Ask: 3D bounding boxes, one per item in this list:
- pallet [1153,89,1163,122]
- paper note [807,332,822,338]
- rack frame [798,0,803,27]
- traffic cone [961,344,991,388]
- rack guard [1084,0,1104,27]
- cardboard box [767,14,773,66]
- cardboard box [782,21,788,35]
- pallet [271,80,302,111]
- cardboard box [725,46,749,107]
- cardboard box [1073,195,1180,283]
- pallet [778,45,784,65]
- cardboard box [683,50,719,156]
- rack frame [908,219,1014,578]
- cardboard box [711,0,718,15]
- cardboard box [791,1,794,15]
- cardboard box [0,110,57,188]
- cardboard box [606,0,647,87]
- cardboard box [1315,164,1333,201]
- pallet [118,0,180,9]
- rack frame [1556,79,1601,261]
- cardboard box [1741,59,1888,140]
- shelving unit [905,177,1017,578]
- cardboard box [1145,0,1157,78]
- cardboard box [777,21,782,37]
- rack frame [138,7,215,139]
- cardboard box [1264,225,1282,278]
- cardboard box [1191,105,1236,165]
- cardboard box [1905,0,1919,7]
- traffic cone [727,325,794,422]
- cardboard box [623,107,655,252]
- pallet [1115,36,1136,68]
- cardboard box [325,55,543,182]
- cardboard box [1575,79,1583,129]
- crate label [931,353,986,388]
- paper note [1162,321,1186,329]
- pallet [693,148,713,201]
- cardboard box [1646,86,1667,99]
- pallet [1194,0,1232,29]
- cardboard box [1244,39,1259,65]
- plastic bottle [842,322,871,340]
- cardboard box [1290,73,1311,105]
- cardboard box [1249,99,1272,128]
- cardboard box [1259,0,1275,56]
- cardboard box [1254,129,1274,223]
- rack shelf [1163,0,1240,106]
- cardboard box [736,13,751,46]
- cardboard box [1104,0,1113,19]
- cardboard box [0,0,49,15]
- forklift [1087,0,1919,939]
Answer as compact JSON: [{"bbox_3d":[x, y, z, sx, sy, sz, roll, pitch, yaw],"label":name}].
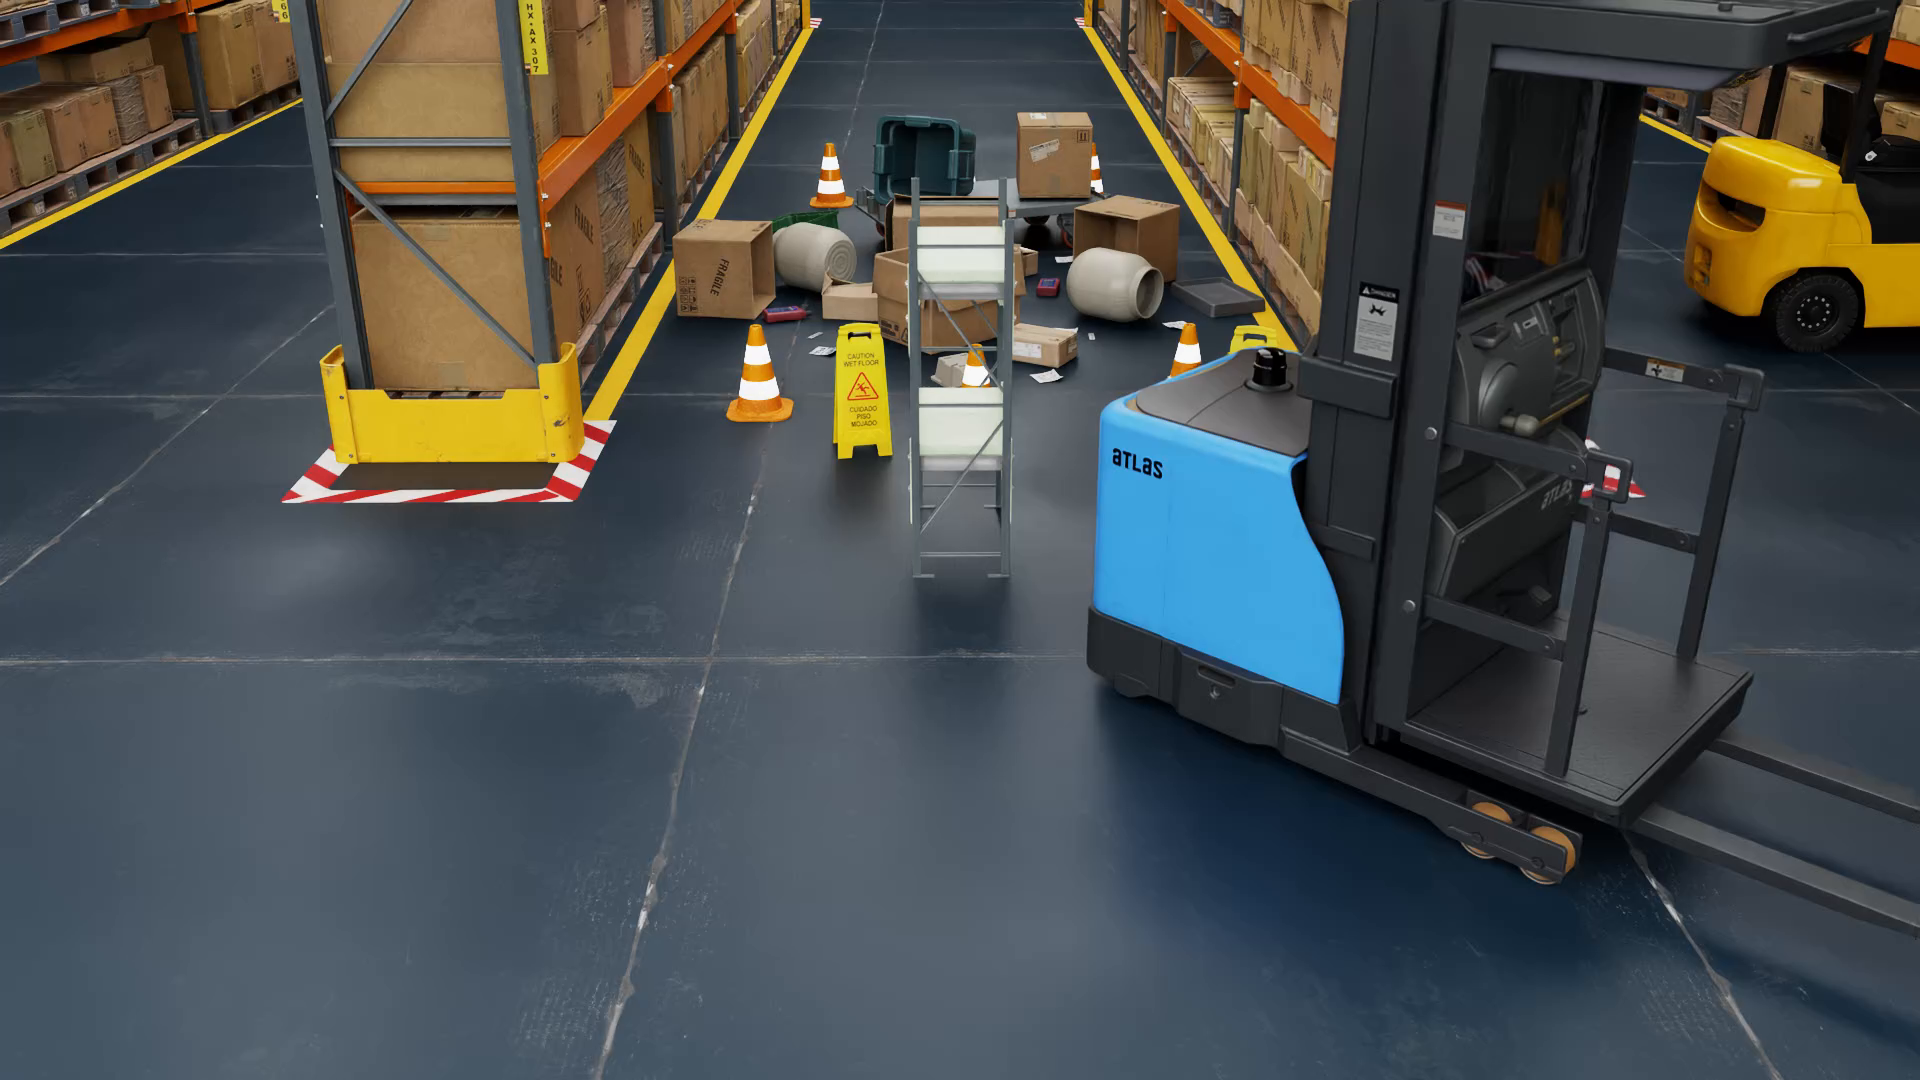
[{"bbox_3d":[2.464,-4.236,16.360,1.003,0.211,1.213,0,24,-1],"label":"pallet"},{"bbox_3d":[-0.865,-1.225,9.946,0.032,0.001,0.123,13,27,27],"label":"paper note"},{"bbox_3d":[-2.639,-8.414,22.214,1.000,3.000,0.127,0,24,-1],"label":"rack frame"},{"bbox_3d":[0.083,-0.756,8.359,0.336,0.463,0.334,0,24,-1],"label":"traffic cone"},{"bbox_3d":[2.309,-7.349,22.892,1.175,0.500,0.348,0,24,-1],"label":"rack guard"},{"bbox_3d":[-2.335,-5.515,18.327,0.500,0.500,0.500,-1,24,-2],"label":"cardboard box"},{"bbox_3d":[-2.333,-6.344,20.587,0.380,0.149,0.250,-1,24,-2],"label":"cardboard box"},{"bbox_3d":[-7.456,-4.693,17.371,1.003,0.211,1.213,0,24,-1],"label":"pallet"},{"bbox_3d":[-2.304,-4.463,16.001,0.500,0.500,0.500,-1,24,-3],"label":"cardboard box"},{"bbox_3d":[1.092,-1.948,10.947,0.500,0.500,0.500,19,30,35],"label":"cardboard box"},{"bbox_3d":[-2.638,-5.772,19.756,1.003,0.211,1.213,0,24,-1],"label":"pallet"},{"bbox_3d":[-2.622,-3.672,13.950,1.050,0.750,0.750,0,24,0],"label":"cardboard box"},{"bbox_3d":[0.004,-0.530,6.601,0.400,1.500,0.023,0,24,-1],"label":"rack frame"},{"bbox_3d":[-2.269,-4.567,13.587,0.500,0.500,0.500,-1,24,-1],"label":"cardboard box"},{"bbox_3d":[-2.322,-6.798,21.231,0.380,0.149,0.250,0,24,0],"label":"cardboard box"},{"bbox_3d":[-7.440,-3.000,12.743,0.700,0.500,0.500,0,24,-1],"label":"cardboard box"},{"bbox_3d":[-2.463,-3.159,10.413,0.875,0.550,0.550,0,24,-1],"label":"cardboard box"},{"bbox_3d":[2.144,-1.941,9.031,0.380,0.149,0.250,0,24,1],"label":"cardboard box"},{"bbox_3d":[-7.398,-4.756,14.360,1.213,0.211,1.003,0,24,-1],"label":"pallet"},{"bbox_3d":[2.484,-1.885,7.778,1.000,3.000,0.127,0,24,-1],"label":"rack frame"},{"bbox_3d":[7.368,-3.788,14.359,0.875,0.625,0.625,1,24,1],"label":"cardboard box"},{"bbox_3d":[0.000,-0.681,6.935,0.431,1.500,0.755,0,24,-1],"label":"shelving unit"},{"bbox_3d":[2.458,-5.426,17.675,0.875,0.875,0.875,0,24,1],"label":"cardboard box"},{"bbox_3d":[-2.279,-5.945,19.343,0.380,0.149,0.250,1,24,2],"label":"cardboard box"},{"bbox_3d":[-7.512,-5.137,14.968,1.000,3.000,0.127,0,24,-1],"label":"rack frame"},{"bbox_3d":[2.203,-1.789,10.393,0.500,0.250,0.500,-1,24,-1],"label":"cardboard box"},{"bbox_3d":[2.412,-3.326,13.644,0.950,0.372,0.625,1,24,1],"label":"cardboard box"},{"bbox_3d":[7.143,-3.918,11.848,0.500,0.250,0.500,-1,24,-2],"label":"cardboard box"},{"bbox_3d":[-1.050,-0.891,8.657,0.336,0.463,0.334,0,24,-1],"label":"traffic cone"},{"bbox_3d":[-2.571,-2.433,11.059,0.875,0.875,0.875,0,24,0],"label":"cardboard box"},{"bbox_3d":[2.423,-5.873,19.979,1.003,0.211,1.213,0,24,-1],"label":"pallet"},{"bbox_3d":[-2.514,-2.042,7.943,0.875,0.550,0.550,0,24,-1],"label":"cardboard box"},{"bbox_3d":[2.756,-2.263,8.130,0.500,0.500,0.500,-1,24,-1],"label":"cardboard box"},{"bbox_3d":[0.013,-0.931,9.142,0.250,0.136,0.298,-14,28,-28],"label":"crate label"},{"bbox_3d":[1.329,-1.314,10.119,0.142,0.019,0.148,-9,26,-19],"label":"paper note"},{"bbox_3d":[-2.608,-3.020,13.672,1.003,0.211,1.213,0,24,-1],"label":"pallet"},{"bbox_3d":[7.146,-4.637,16.387,0.500,0.500,0.500,-1,24,-1],"label":"cardboard box"},{"bbox_3d":[2.459,-4.279,13.303,1.003,0.211,1.213,0,24,-1],"label":"pallet"},{"bbox_3d":[2.123,-3.288,11.184,0.380,0.149,0.250,0,24,-1],"label":"cardboard box"},{"bbox_3d":[-0.623,-1.246,9.932,0.133,0.061,0.283,-9,26,-19],"label":"plastic bottle"},{"bbox_3d":[2.159,-2.657,9.789,0.380,0.149,0.250,0,24,-1],"label":"cardboard box"},{"bbox_3d":[2.118,-2.813,10.960,0.380,0.149,0.250,0,24,0],"label":"cardboard box"},{"bbox_3d":[2.195,-3.325,10.480,0.500,0.500,0.500,0,24,-1],"label":"cardboard box"},{"bbox_3d":[2.195,-2.349,10.720,0.500,0.500,0.500,1,24,2],"label":"cardboard box"},{"bbox_3d":[2.419,-4.030,13.393,1.077,0.370,4.000,0,24,-1],"label":"rack shelf"},{"bbox_3d":[-2.323,-5.006,16.292,0.500,0.250,0.500,-1,24,-1],"label":"cardboard box"},{"bbox_3d":[2.417,-7.231,22.197,0.875,0.438,0.875,-1,24,-2],"label":"cardboard box"},{"bbox_3d":[-7.338,-4.281,11.839,1.000,1.000,1.000,0,24,0],"label":"cardboard box"},{"bbox_3d":[1.886,-0.550,4.910,3.031,2.935,1.130,21,32,38],"label":"forklift"}]
